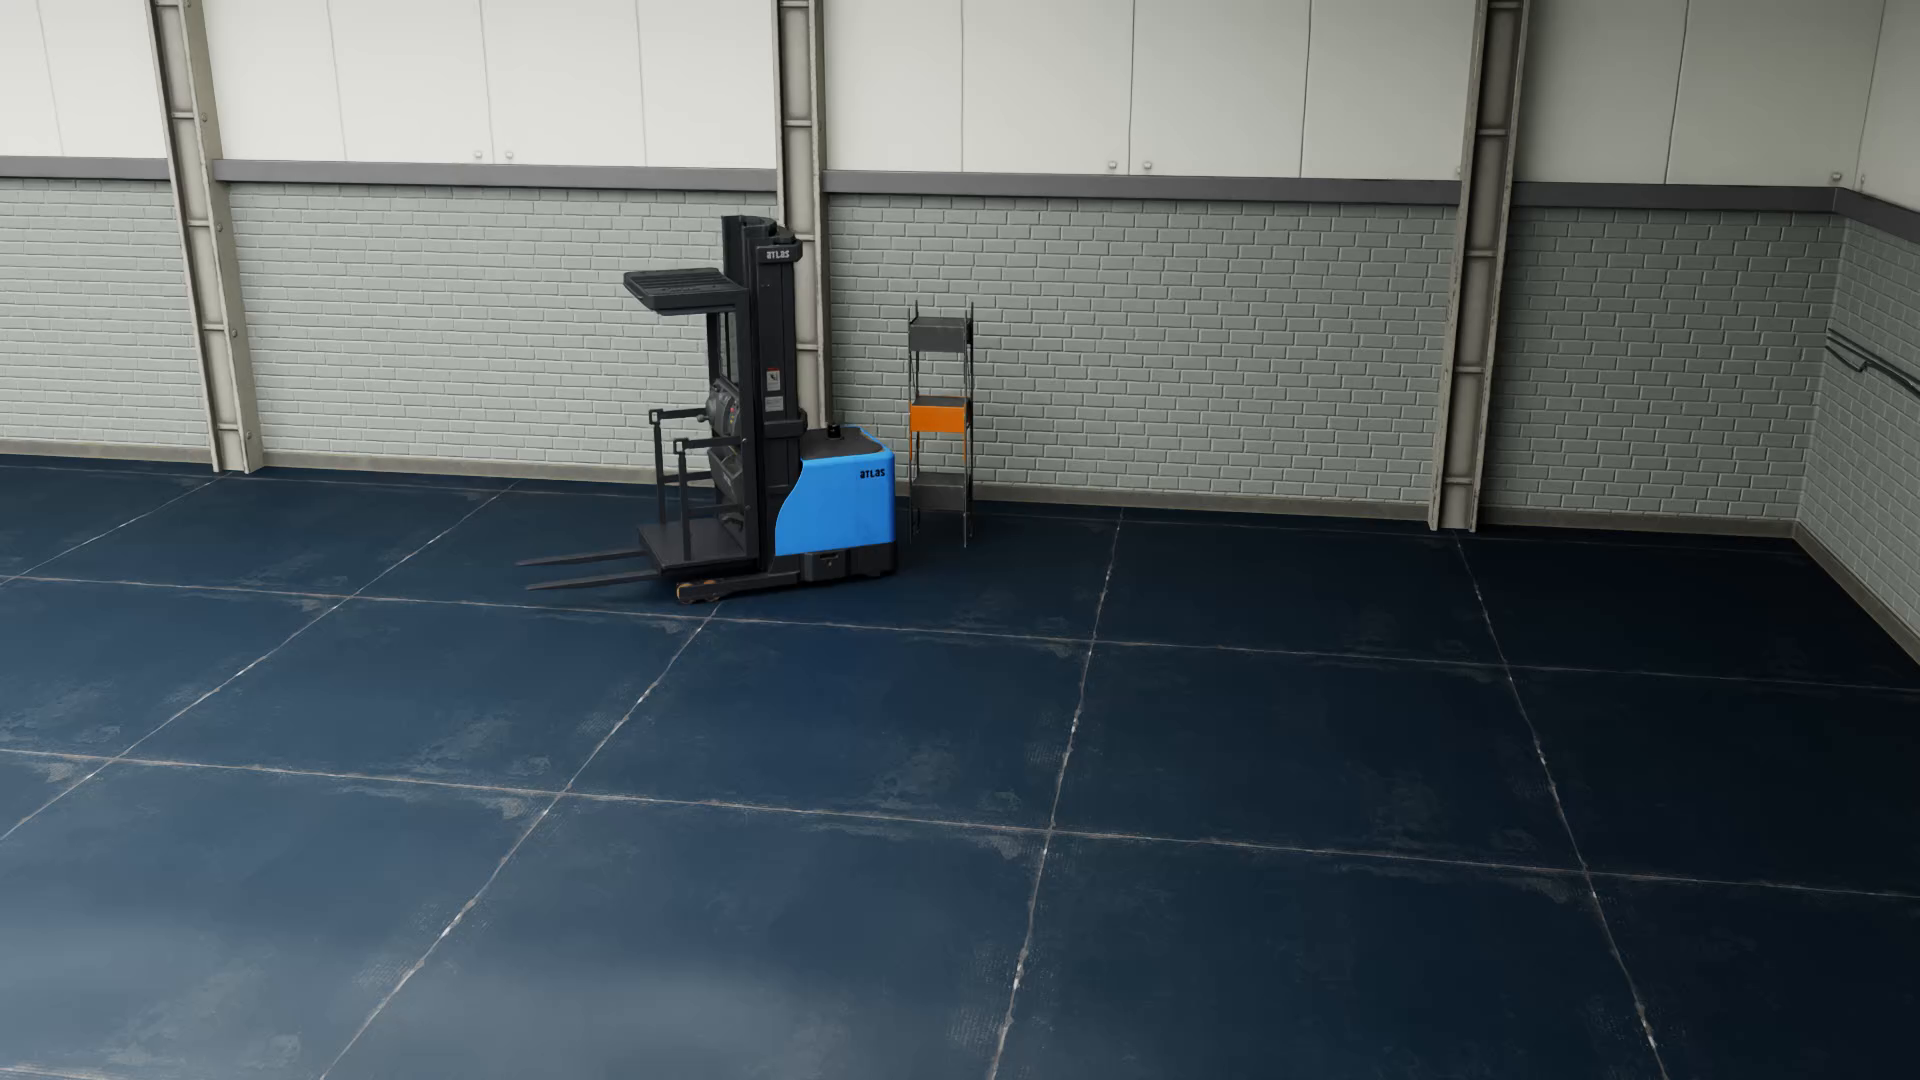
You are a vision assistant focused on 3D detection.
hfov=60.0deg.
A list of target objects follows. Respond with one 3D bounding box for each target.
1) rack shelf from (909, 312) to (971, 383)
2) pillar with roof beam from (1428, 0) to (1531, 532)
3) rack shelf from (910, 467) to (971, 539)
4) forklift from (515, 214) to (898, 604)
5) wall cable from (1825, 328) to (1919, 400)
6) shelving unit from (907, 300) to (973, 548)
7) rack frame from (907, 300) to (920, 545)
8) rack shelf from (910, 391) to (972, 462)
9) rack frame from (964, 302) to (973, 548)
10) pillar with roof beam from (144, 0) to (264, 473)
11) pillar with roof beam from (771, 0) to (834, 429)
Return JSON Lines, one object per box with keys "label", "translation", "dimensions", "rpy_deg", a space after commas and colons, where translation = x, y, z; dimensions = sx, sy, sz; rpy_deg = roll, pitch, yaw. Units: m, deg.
{"label": "rack shelf", "translation": [-0.163, -1.655, 14.277], "dimensions": [0.480, 0.518, 0.431], "rpy_deg": [3, 19, 9]}
{"label": "pillar with roof beam", "translation": [3.806, -3.047, 9.728], "dimensions": [0.400, 9.000, 9.100], "rpy_deg": [3, 19, 9]}
{"label": "rack shelf", "translation": [-0.163, -0.327, 14.721], "dimensions": [0.480, 0.518, 0.431], "rpy_deg": [3, 19, 9]}
{"label": "forklift", "translation": [-2.091, -1.066, 13.371], "dimensions": [3.031, 2.935, 1.130], "rpy_deg": [-7, 20, -20]}
{"label": "wall cable", "translation": [7.188, -2.361, 12.570], "dimensions": [0.112, 2.526, 3.097], "rpy_deg": [3, 19, 9]}
{"label": "shelving unit", "translation": [-0.163, -1.004, 14.495], "dimensions": [0.503, 2.100, 0.431], "rpy_deg": [3, 19, 9]}
{"label": "rack frame", "translation": [-0.404, -1.016, 14.532], "dimensions": [0.015, 2.100, 0.400], "rpy_deg": [3, 19, 9]}
{"label": "rack shelf", "translation": [-0.163, -0.991, 14.499], "dimensions": [0.480, 0.518, 0.431], "rpy_deg": [3, 19, 9]}
{"label": "rack frame", "translation": [0.077, -0.992, 14.458], "dimensions": [0.015, 2.100, 0.400], "rpy_deg": [3, 19, 9]}
{"label": "pillar with roof beam", "translation": [-8.042, -3.651, 11.533], "dimensions": [0.400, 9.000, 9.100], "rpy_deg": [3, 19, 9]}
{"label": "pillar with roof beam", "translation": [-2.118, -3.349, 10.630], "dimensions": [0.400, 9.000, 9.100], "rpy_deg": [3, 19, 9]}
